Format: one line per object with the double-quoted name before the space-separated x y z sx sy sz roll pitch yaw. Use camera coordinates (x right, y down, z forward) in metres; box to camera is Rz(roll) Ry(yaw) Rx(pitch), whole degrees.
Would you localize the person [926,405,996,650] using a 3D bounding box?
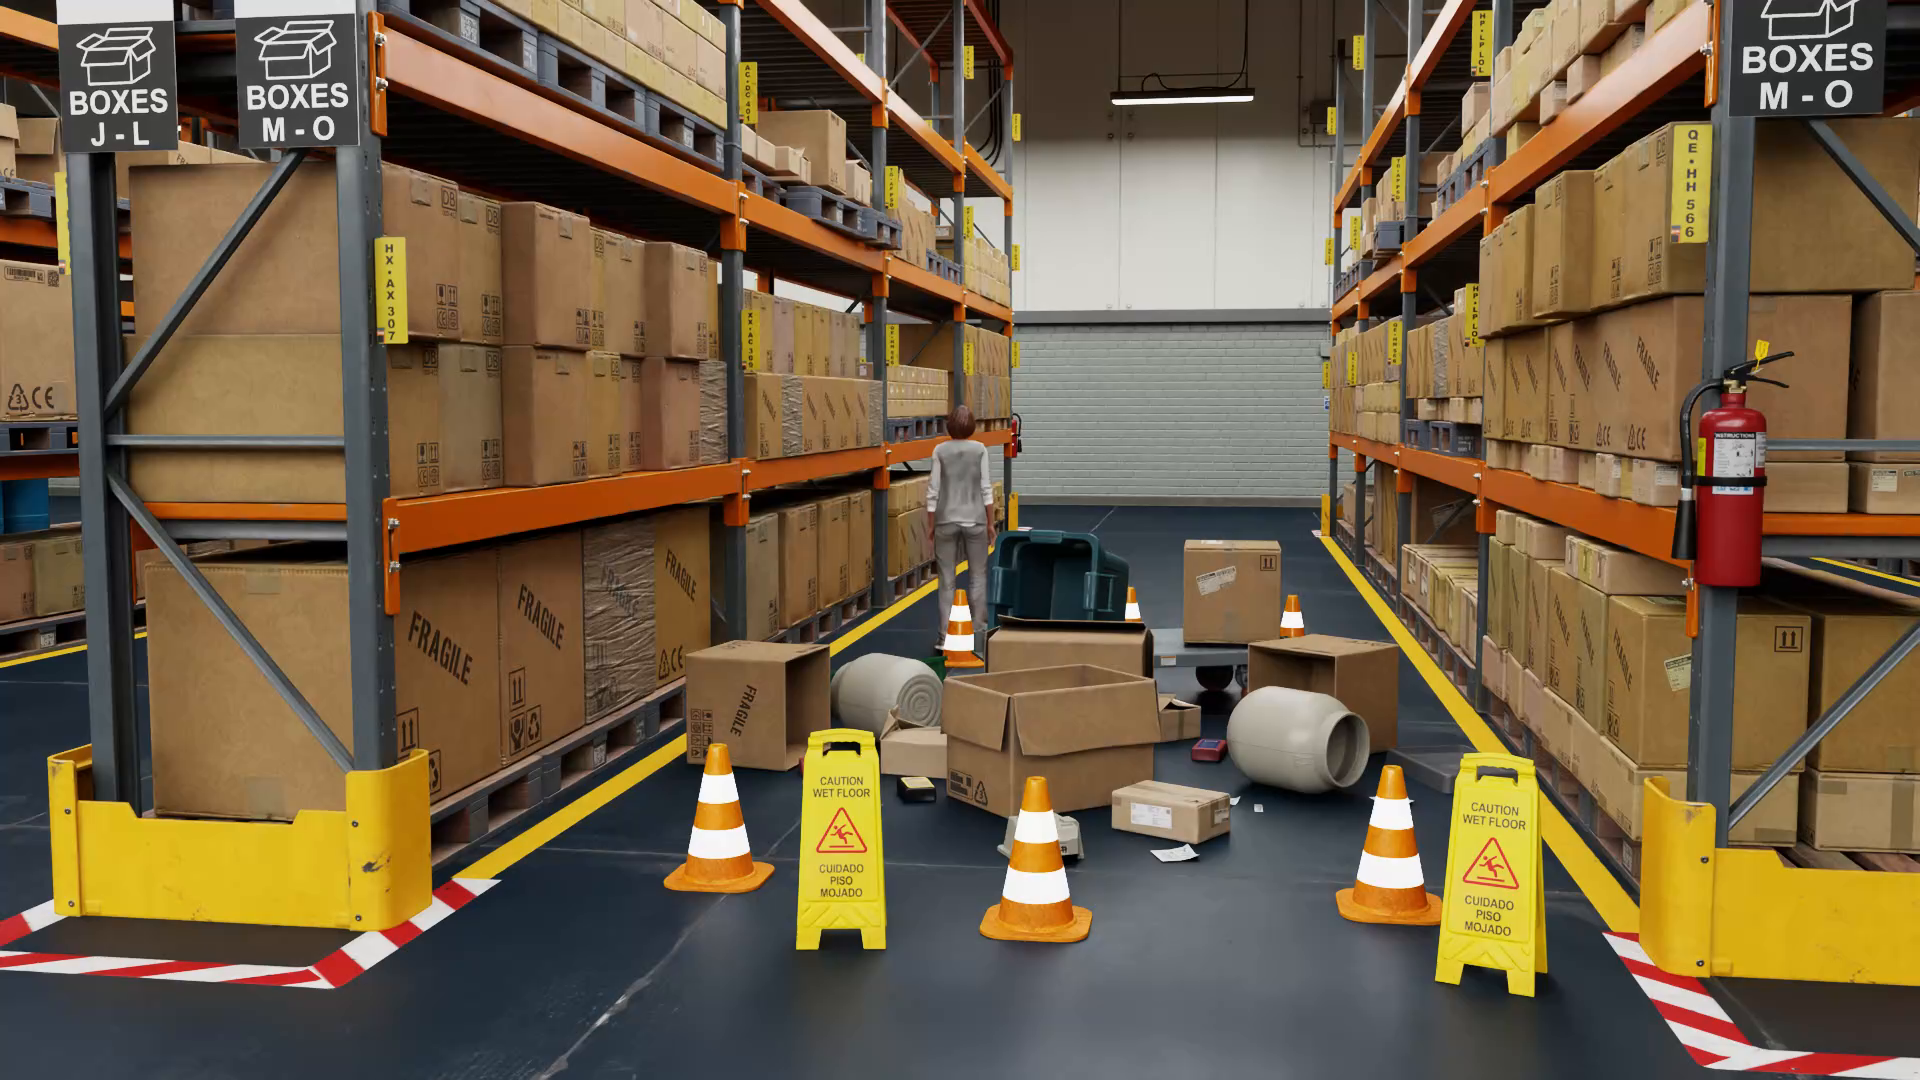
"person" 0.009 -0.078 10.829 0.457 1.599 0.329 0 5 0
